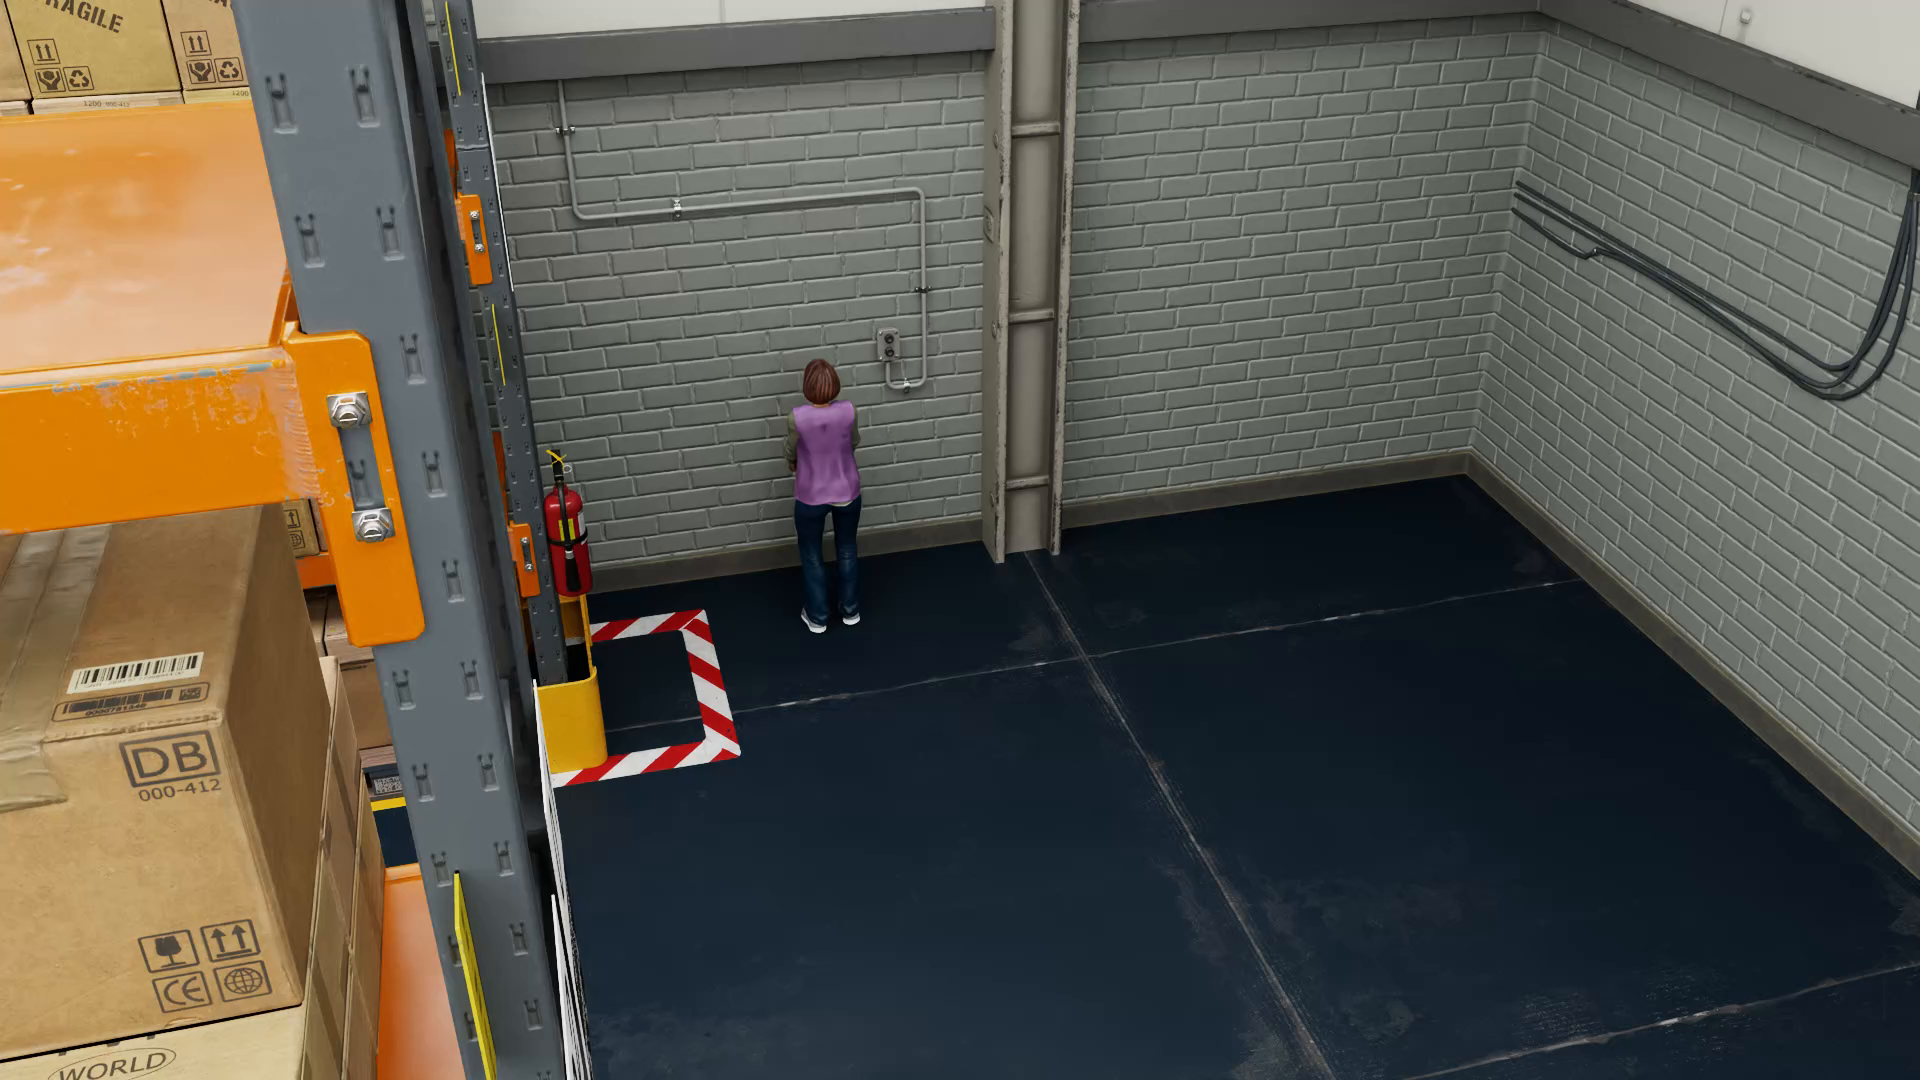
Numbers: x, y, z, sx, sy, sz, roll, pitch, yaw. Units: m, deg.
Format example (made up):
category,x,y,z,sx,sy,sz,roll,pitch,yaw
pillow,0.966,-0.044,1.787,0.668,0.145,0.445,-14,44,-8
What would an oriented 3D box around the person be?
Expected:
category,x,y,z,sx,sy,sz,roll,pitch,yaw
person,-0.713,-0.270,8.698,0.406,1.588,0.492,-8,32,-13
